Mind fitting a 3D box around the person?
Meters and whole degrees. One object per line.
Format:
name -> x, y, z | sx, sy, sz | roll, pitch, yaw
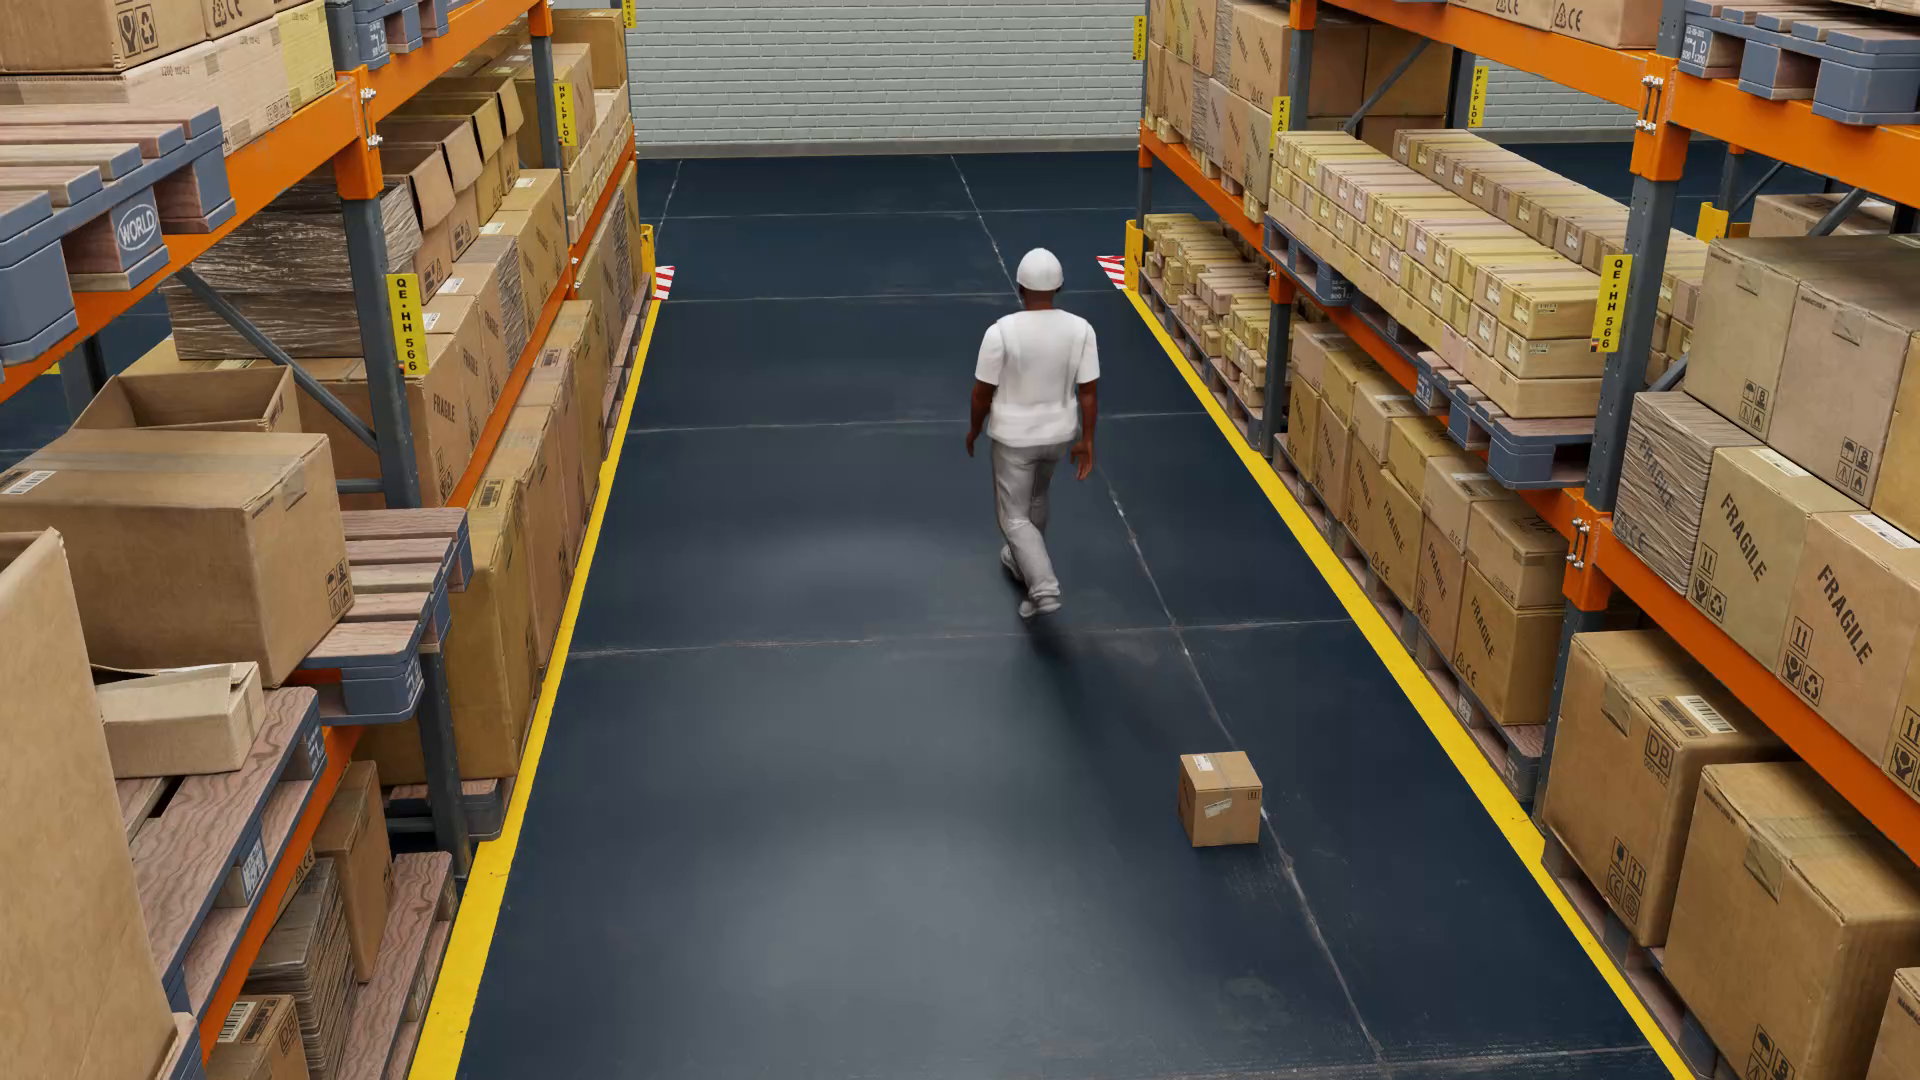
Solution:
person -> 0.337, -0.495, 7.695 | 0.563, 1.728, 0.998 | -8, 25, -19
